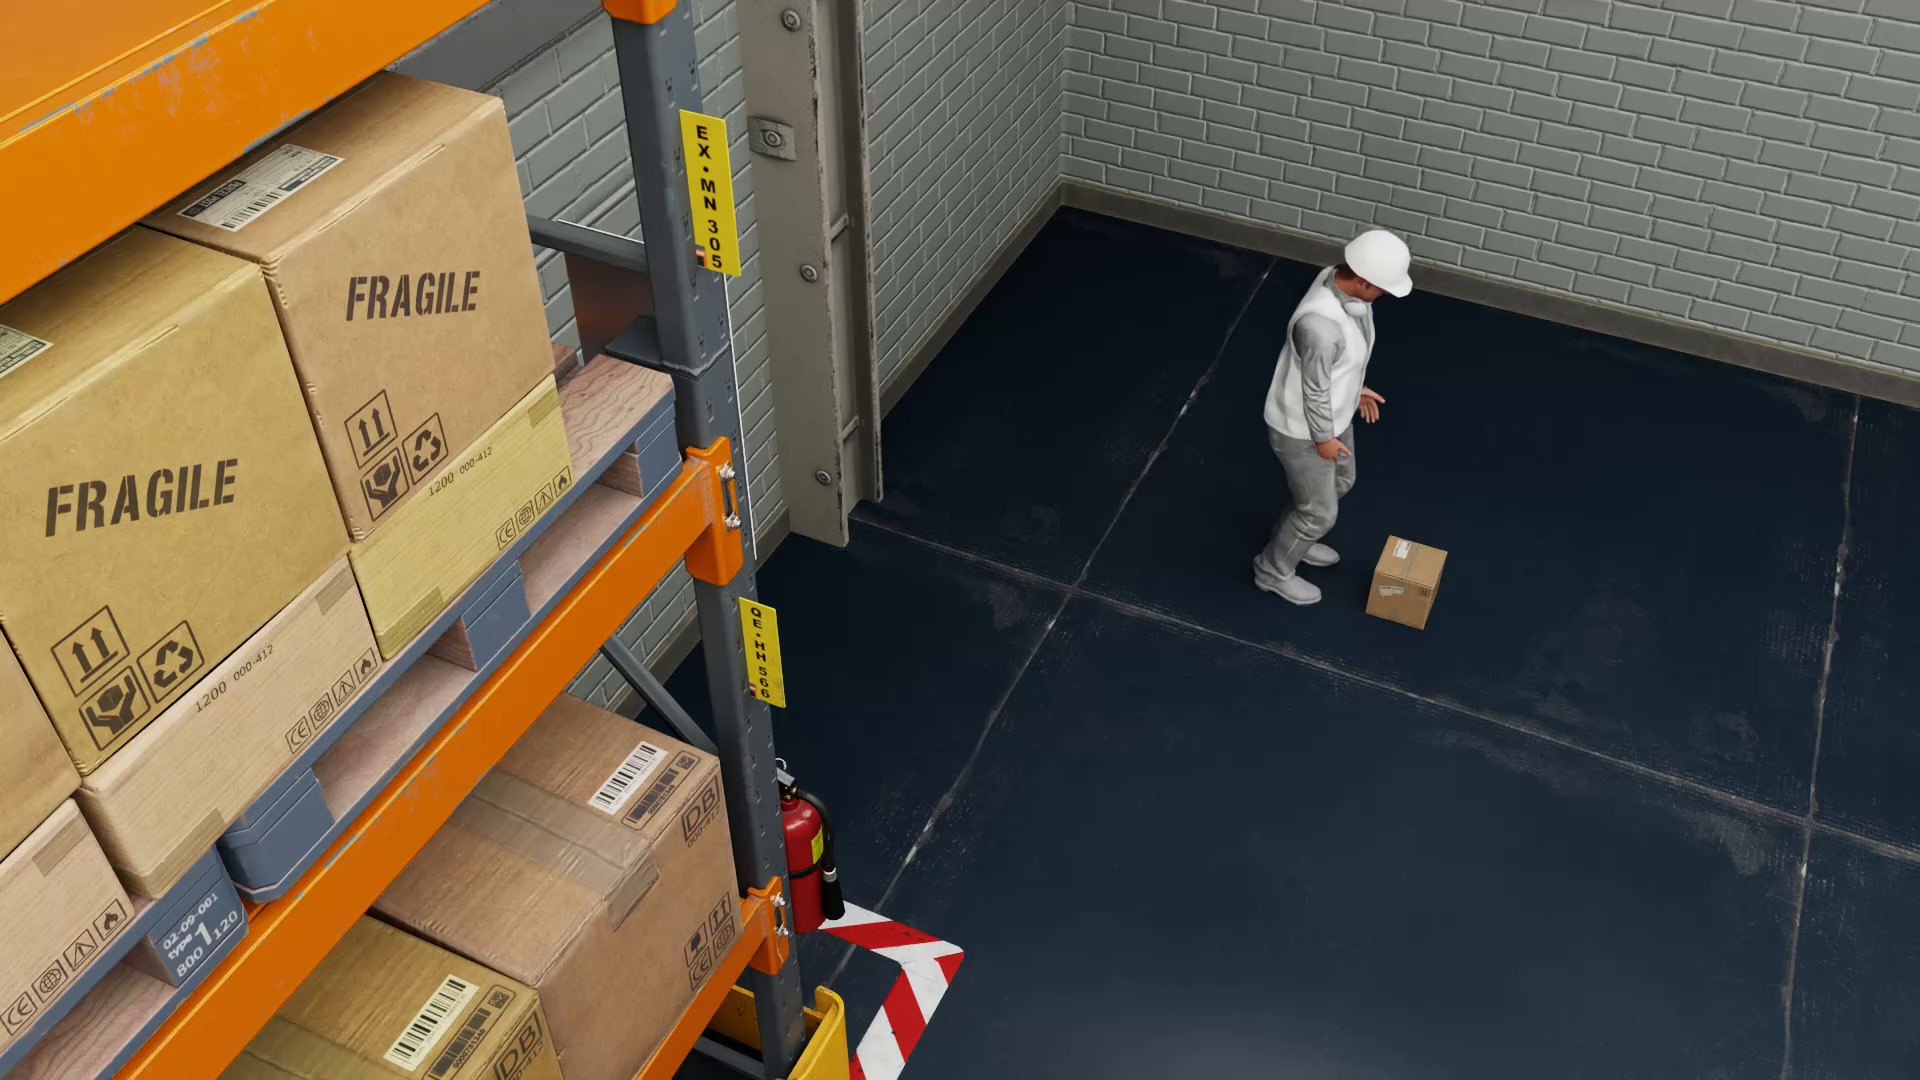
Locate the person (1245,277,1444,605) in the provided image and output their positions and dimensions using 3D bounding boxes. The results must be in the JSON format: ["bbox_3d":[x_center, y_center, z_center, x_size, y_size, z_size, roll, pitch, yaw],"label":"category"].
[{"bbox_3d":[1.525,-0.448,6.810,0.671,1.559,0.588,18,45,19],"label":"person"}]
